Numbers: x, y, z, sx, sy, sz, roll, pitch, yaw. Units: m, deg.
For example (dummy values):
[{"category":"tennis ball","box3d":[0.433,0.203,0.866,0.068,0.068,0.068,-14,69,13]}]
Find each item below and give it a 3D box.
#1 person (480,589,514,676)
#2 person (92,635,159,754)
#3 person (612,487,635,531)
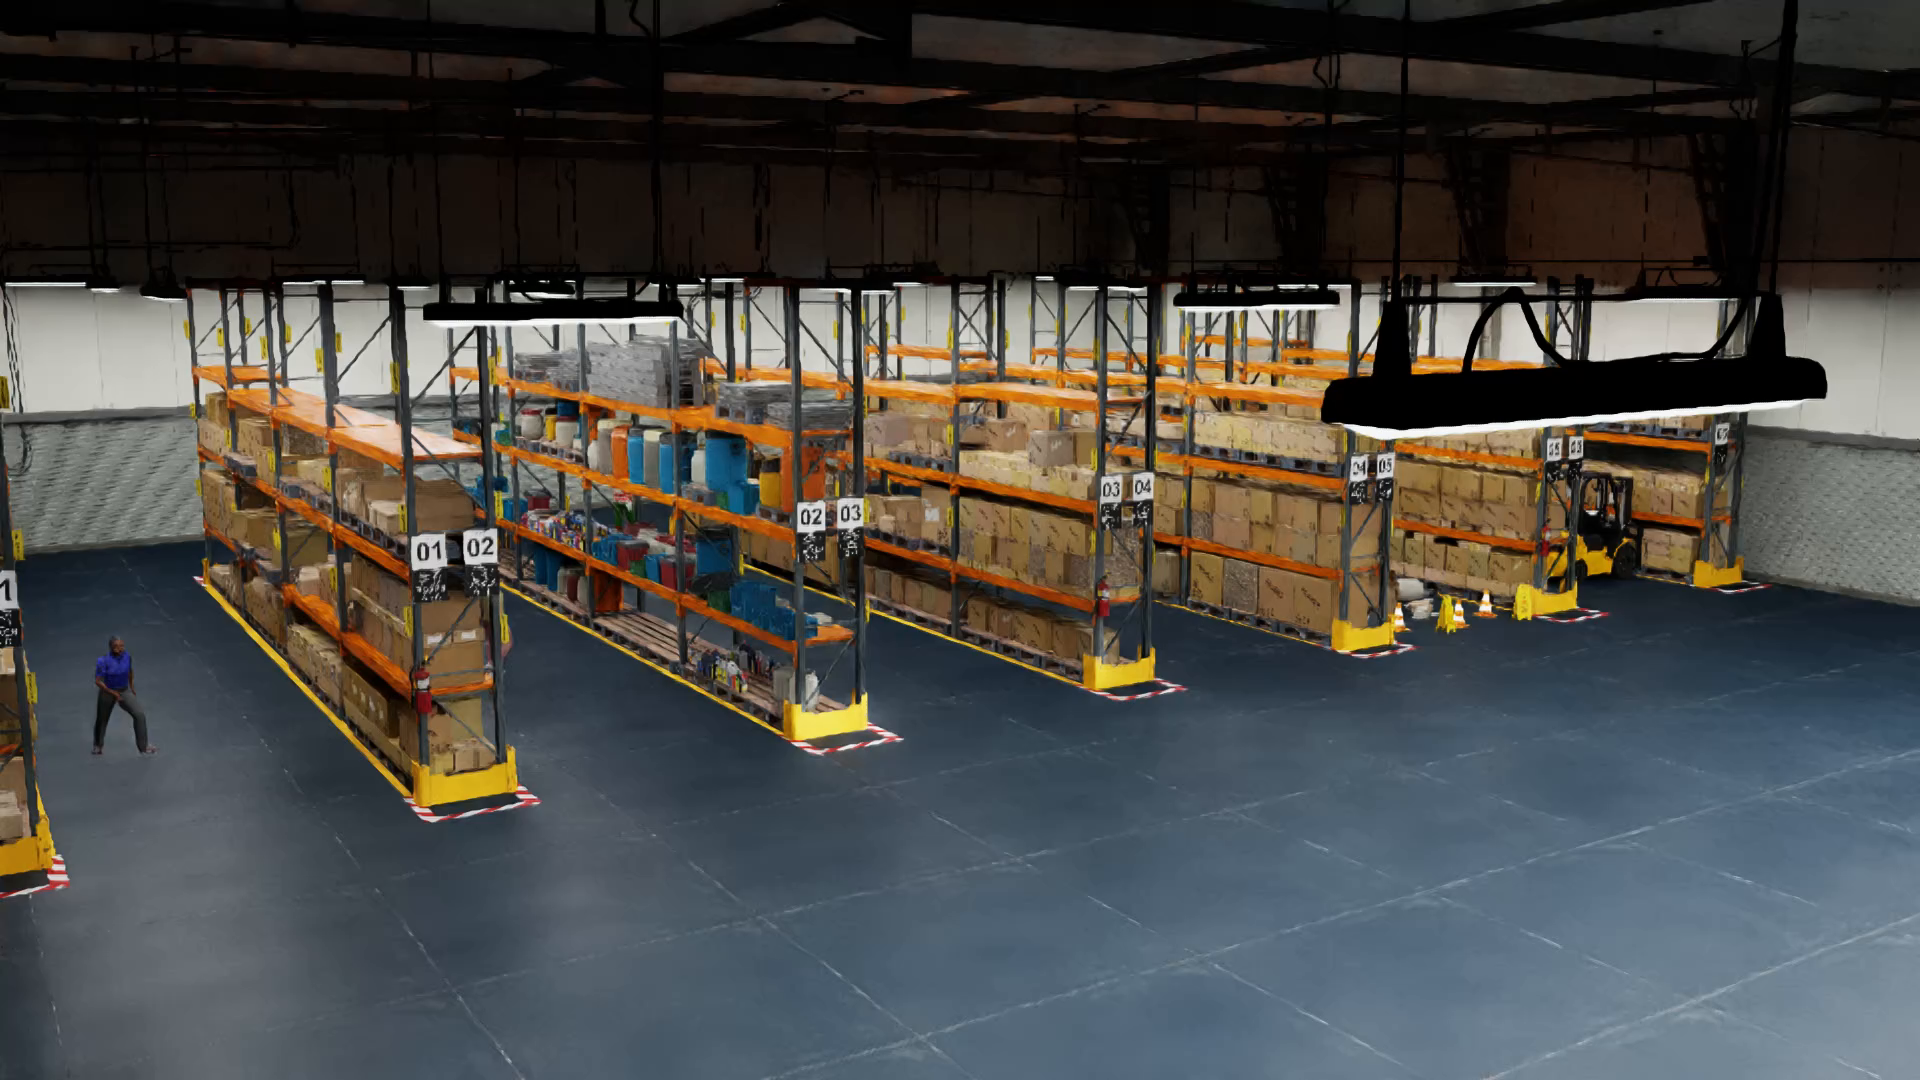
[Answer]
[{"category":"person","box3d":[-7.143,1.265,25.465,0.492,1.671,0.431,6,11,30]},{"category":"person","box3d":[-10.849,1.979,21.423,0.809,1.594,0.626,8,12,39]},{"category":"person","box3d":[-7.706,-0.864,37.811,0.671,1.789,0.630,6,11,33]}]
